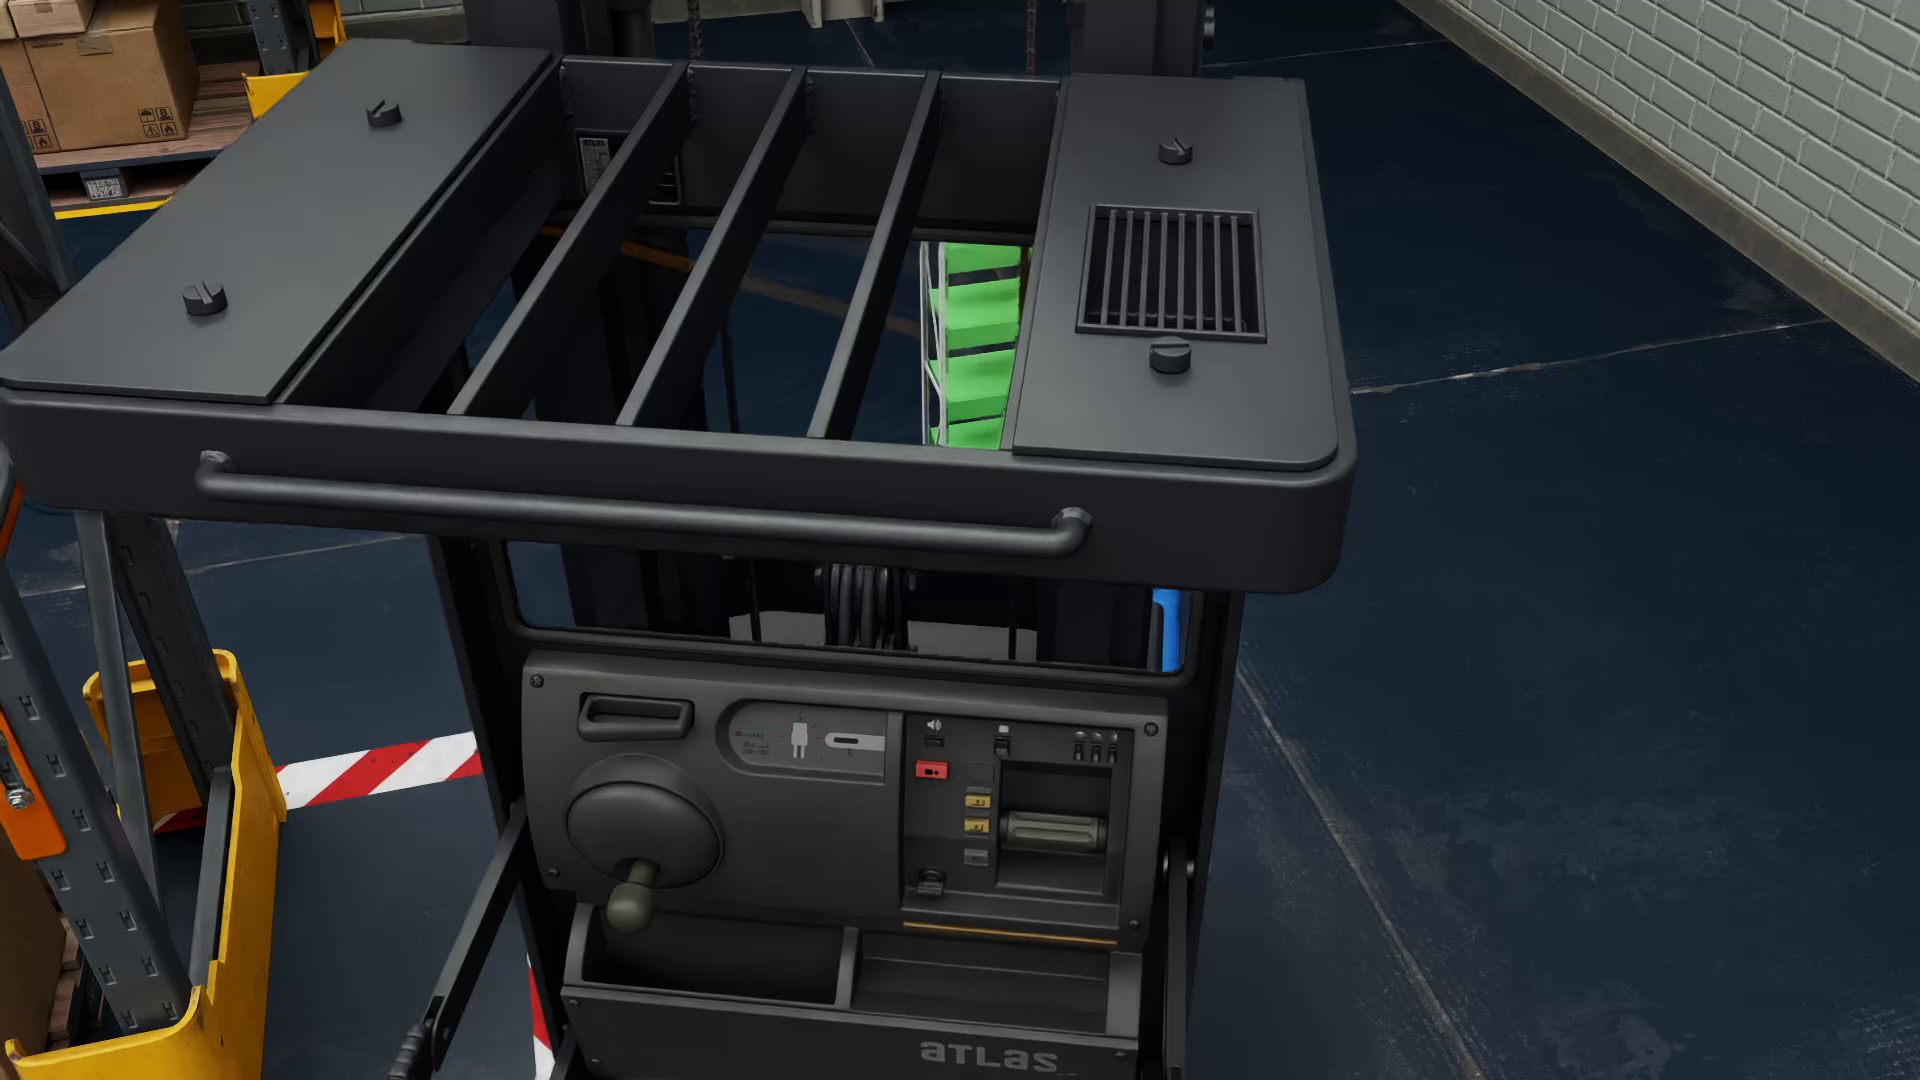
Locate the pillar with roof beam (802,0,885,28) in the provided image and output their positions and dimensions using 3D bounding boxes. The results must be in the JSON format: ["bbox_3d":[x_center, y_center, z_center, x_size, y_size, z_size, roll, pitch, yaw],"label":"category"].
[{"bbox_3d":[0.492,-3.876,2.910,0.400,9.000,9.100,-9,38,-12],"label":"pillar with roof beam"}]

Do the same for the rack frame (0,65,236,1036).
[{"bbox_3d":[-1.716,-0.178,3.014,0.127,3.000,1.000,-9,38,-12],"label":"rack frame"}]

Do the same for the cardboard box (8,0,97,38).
[{"bbox_3d":[-3.738,-2.218,6.858,0.250,0.149,0.380,-10,38,-12],"label":"cardboard box"}]

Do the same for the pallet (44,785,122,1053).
[{"bbox_3d":[-2.559,1.069,3.680,1.213,0.211,1.003,-9,38,-12],"label":"pallet"}]

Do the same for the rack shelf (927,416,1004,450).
[{"bbox_3d":[0.160,-0.261,5.104,0.480,0.148,0.258,-9,38,-12],"label":"rack shelf"}]

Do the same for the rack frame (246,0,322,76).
[{"bbox_3d":[-3.011,-3.083,6.811,0.127,3.000,1.000,-9,38,-12],"label":"rack frame"}]

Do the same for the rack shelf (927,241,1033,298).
[{"bbox_3d":[0.160,-0.833,4.667,0.480,0.148,0.258,-9,38,-12],"label":"rack shelf"}]

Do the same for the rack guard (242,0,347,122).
[{"bbox_3d":[-2.988,-2.094,7.576,0.348,0.500,1.175,-9,38,-12],"label":"rack guard"}]

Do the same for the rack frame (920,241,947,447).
[{"bbox_3d":[-0.076,-0.464,4.869,0.015,1.200,0.240,-9,38,-12],"label":"rack frame"}]

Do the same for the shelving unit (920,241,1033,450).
[{"bbox_3d":[0.160,-0.503,4.920,0.503,1.200,0.258,-9,38,-12],"label":"shelving unit"}]

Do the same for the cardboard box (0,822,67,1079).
[{"bbox_3d":[-2.177,0.871,3.338,0.500,0.500,0.500,-9,38,-12],"label":"cardboard box"}]

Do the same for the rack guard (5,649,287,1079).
[{"bbox_3d":[-1.790,0.827,3.758,0.348,0.500,1.175,-9,38,-12],"label":"rack guard"}]

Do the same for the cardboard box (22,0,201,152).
[{"bbox_3d":[-3.661,-2.087,7.222,0.500,0.500,0.700,-9,38,-12],"label":"cardboard box"}]

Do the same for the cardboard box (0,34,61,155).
[{"bbox_3d":[-4.144,-2.008,7.118,0.500,0.500,0.700,-9,38,-12],"label":"cardboard box"}]

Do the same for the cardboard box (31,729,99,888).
[{"bbox_3d":[-2.210,0.644,3.923,0.250,0.149,0.380,-9,38,-12],"label":"cardboard box"}]

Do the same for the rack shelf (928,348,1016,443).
[{"bbox_3d":[0.160,-0.452,4.959,0.480,0.148,0.258,-9,38,-12],"label":"rack shelf"}]

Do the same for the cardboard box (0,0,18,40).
[{"bbox_3d":[-3.984,-2.177,6.805,0.250,0.149,0.380,-8,38,-11],"label":"cardboard box"}]

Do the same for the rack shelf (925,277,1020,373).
[{"bbox_3d":[0.160,-0.643,4.813,0.480,0.148,0.258,-9,38,-12],"label":"rack shelf"}]

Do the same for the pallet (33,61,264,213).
[{"bbox_3d":[-3.763,-1.803,7.433,1.213,0.211,1.003,-9,38,-12],"label":"pallet"}]

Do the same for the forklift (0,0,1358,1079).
[{"bbox_3d":[-0.196,0.460,2.236,1.130,2.935,3.031,4,38,5],"label":"forklift"}]

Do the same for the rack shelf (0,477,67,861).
[{"bbox_3d":[-3.647,0.425,2.818,4.000,0.370,1.077,-9,38,-12],"label":"rack shelf"}]
